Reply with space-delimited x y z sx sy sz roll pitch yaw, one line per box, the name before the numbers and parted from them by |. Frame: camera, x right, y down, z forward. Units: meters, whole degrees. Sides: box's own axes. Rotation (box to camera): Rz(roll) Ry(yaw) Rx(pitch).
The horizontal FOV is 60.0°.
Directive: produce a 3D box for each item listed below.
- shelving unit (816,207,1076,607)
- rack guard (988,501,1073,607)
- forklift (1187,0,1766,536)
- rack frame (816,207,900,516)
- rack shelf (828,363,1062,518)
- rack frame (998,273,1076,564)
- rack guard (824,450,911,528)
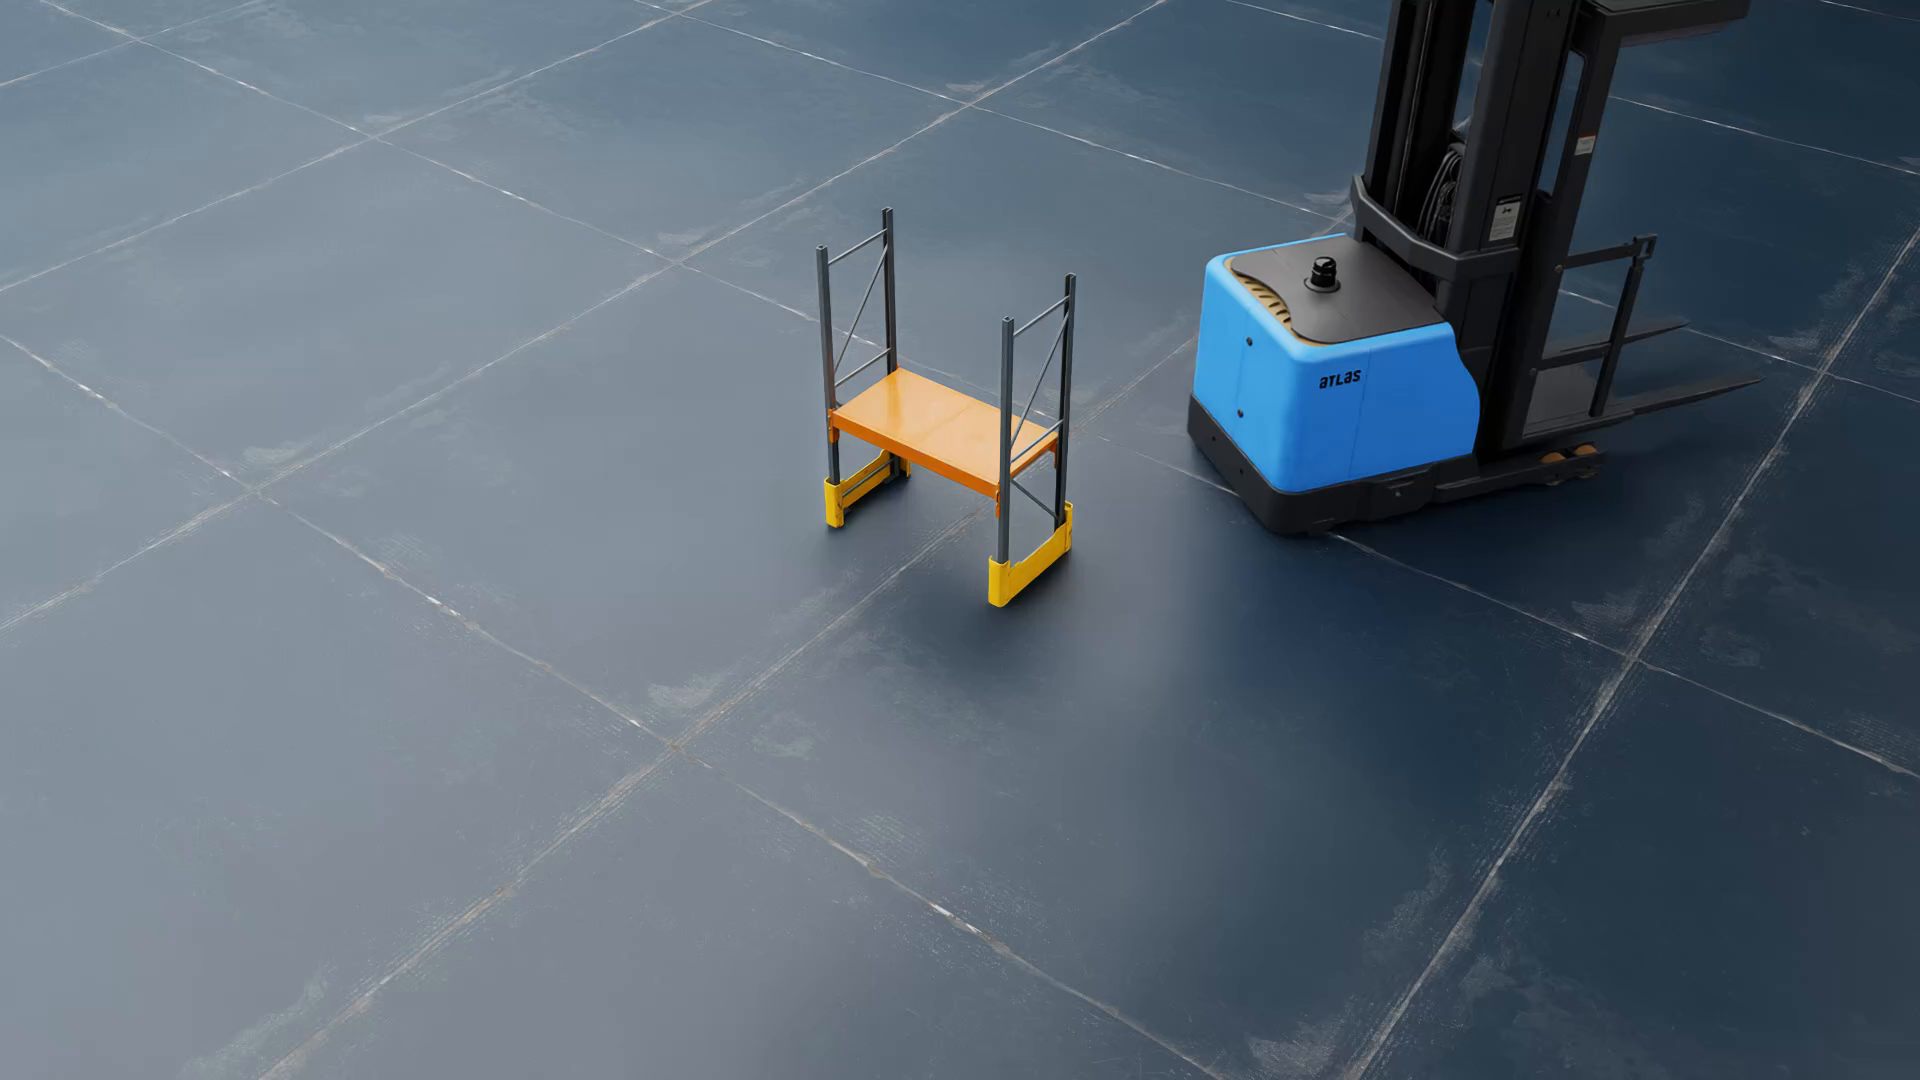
shelving unit | -0.061 -0.619 7.685 1.083 1.500 0.587 25 45 29
rack guard | 0.335 0.060 7.832 0.087 0.250 0.587 25 45 29
forklift | 2.763 -1.725 7.936 3.031 2.935 1.130 -13 40 -15
rack frame | -0.472 -0.813 7.932 0.032 1.500 0.500 25 45 29
rack shelf | -0.068 -0.481 7.800 1.000 0.185 0.538 25 45 29
rack frame | 0.336 -0.432 7.446 0.032 1.500 0.500 25 45 29
rack guard | -0.456 -0.313 8.308 0.087 0.250 0.587 25 45 29
